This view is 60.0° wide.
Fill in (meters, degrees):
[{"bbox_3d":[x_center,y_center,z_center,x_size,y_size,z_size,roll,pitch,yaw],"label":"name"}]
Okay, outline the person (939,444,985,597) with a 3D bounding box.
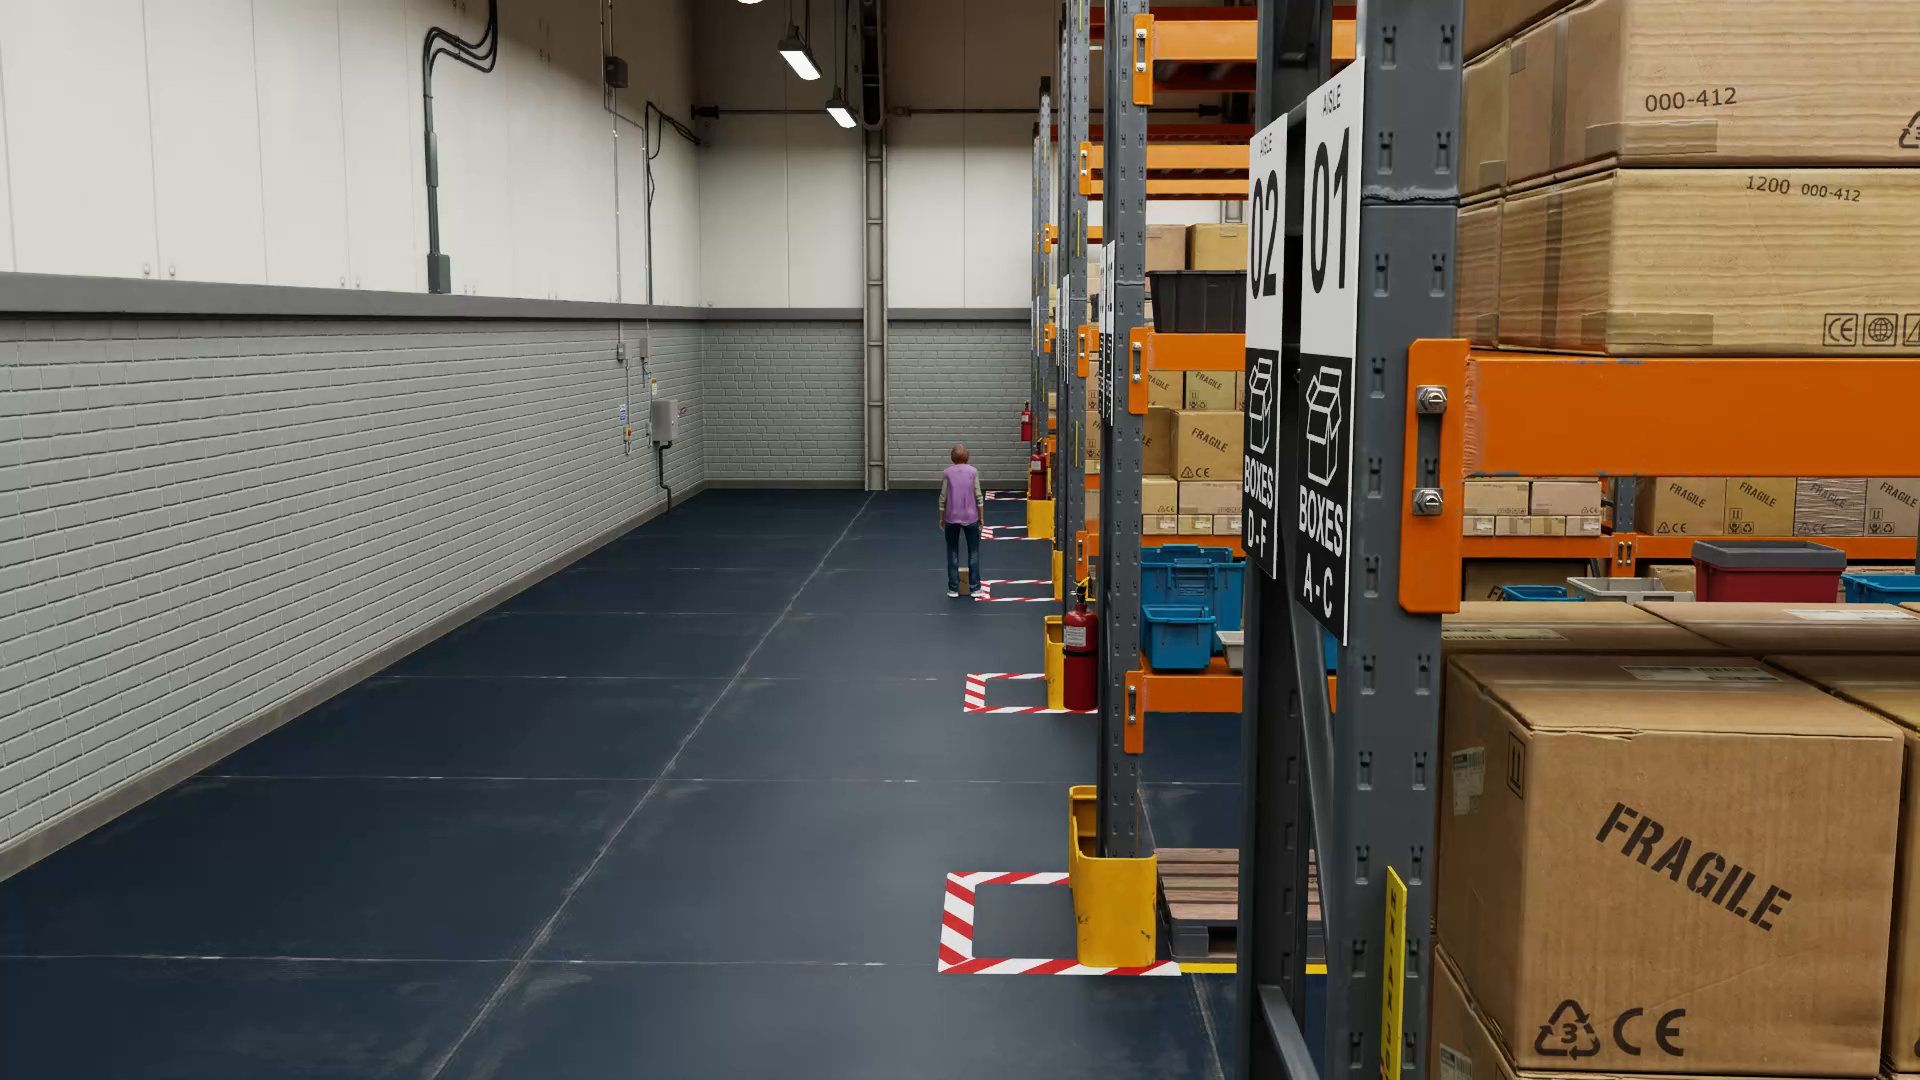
[{"bbox_3d":[0.019,-0.198,17.340,0.476,1.593,0.348,0,7,3],"label":"person"}]
